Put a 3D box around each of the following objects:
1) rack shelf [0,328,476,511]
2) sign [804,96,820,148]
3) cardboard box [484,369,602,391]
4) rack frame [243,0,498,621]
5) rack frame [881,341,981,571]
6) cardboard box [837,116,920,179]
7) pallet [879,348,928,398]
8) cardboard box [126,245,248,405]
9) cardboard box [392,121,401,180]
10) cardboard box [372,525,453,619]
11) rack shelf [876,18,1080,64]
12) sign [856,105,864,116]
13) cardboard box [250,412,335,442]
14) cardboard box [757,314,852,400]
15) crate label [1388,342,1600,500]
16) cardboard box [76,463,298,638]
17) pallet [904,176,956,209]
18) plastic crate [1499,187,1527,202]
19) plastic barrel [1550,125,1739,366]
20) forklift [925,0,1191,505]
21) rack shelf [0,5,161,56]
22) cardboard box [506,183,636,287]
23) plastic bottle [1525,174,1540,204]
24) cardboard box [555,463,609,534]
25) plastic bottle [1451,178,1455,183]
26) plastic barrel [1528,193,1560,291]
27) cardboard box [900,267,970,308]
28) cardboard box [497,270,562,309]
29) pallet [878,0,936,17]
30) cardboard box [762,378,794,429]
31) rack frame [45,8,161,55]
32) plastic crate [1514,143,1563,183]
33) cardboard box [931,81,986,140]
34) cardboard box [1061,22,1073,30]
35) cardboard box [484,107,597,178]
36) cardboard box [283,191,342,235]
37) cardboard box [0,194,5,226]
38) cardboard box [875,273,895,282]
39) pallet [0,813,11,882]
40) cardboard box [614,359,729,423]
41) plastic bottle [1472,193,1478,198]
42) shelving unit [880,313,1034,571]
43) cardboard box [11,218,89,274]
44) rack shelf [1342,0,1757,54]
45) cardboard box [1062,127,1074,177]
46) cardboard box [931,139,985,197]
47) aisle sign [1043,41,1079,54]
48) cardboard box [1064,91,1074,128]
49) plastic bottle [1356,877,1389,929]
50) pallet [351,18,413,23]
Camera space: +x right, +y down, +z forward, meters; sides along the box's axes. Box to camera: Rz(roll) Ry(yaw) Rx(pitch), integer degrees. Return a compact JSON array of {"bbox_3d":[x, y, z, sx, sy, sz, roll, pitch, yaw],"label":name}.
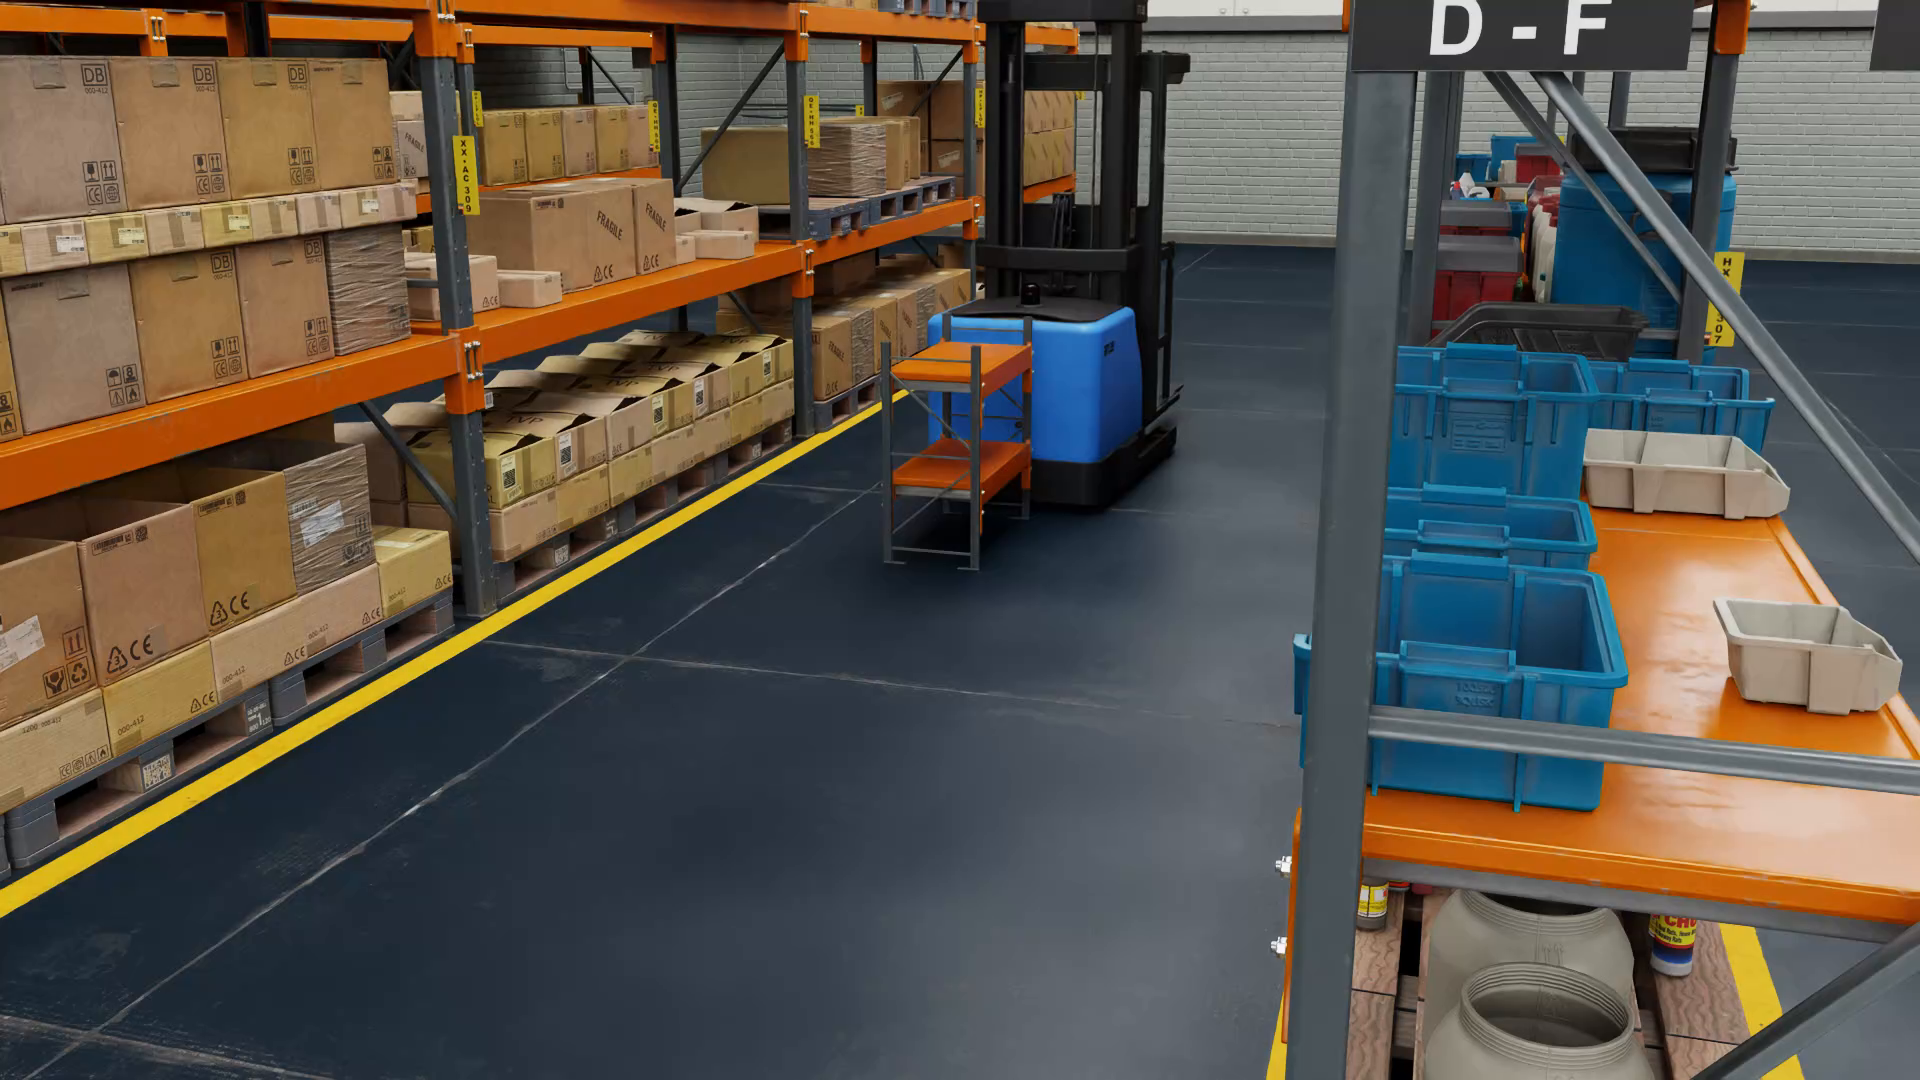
[{"bbox_3d":[-3.193,-0.263,5.578,1.077,0.370,4.000,5,16,16],"label":"rack shelf"},{"bbox_3d":[-0.955,-2.694,10.708,0.100,0.325,0.005,5,16,16],"label":"sign"},{"bbox_3d":[-2.352,-0.808,9.422,0.500,0.311,0.500,4,16,15],"label":"cardboard box"},{"bbox_3d":[-2.625,-1.132,7.325,1.000,3.000,0.127,5,16,16],"label":"rack frame"},{"bbox_3d":[-0.143,-0.410,8.213,0.500,1.125,0.032,5,16,16],"label":"rack frame"},{"bbox_3d":[-0.700,-3.369,14.257,0.700,0.500,0.500,-1,16,-3],"label":"cardboard box"},{"bbox_3d":[-0.891,-1.348,13.195,1.003,0.211,1.213,5,16,16],"label":"pallet"},{"bbox_3d":[-3.035,-0.795,5.950,0.700,0.500,0.500,5,17,17],"label":"cardboard box"},{"bbox_3d":[-5.278,-3.404,14.569,0.500,0.500,0.500,5,16,16],"label":"cardboard box"},{"bbox_3d":[-2.547,0.127,7.155,0.500,0.250,0.500,5,16,16],"label":"cardboard box"},{"bbox_3d":[0.217,-4.846,16.238,1.077,0.370,4.000,5,16,16],"label":"rack shelf"},{"bbox_3d":[-0.874,-3.682,14.727,0.100,0.325,0.005,5,16,16],"label":"sign"},{"bbox_3d":[-3.057,-0.275,7.198,0.500,0.500,0.500,5,16,16],"label":"cardboard box"},{"bbox_3d":[-1.084,-1.285,11.637,0.500,0.500,0.500,5,17,18],"label":"cardboard box"},{"bbox_3d":[1.251,-0.220,4.044,0.502,0.435,0.616,5,16,16],"label":"crate label"},{"bbox_3d":[-2.839,0.027,6.133,0.500,0.500,0.500,5,16,16],"label":"cardboard box"},{"bbox_3d":[-0.683,-2.932,14.023,1.003,0.211,1.213,5,16,16],"label":"pallet"},{"bbox_3d":[4.666,-2.853,13.764,0.396,0.136,0.243,5,16,16],"label":"plastic crate"},{"bbox_3d":[2.524,-1.066,6.172,0.600,0.901,0.708,5,16,16],"label":"plastic barrel"},{"bbox_3d":[0.776,-1.962,10.376,1.130,2.935,3.031,6,17,19],"label":"forklift"},{"bbox_3d":[-6.807,-3.136,10.209,1.077,0.370,4.000,5,16,16],"label":"rack shelf"},{"bbox_3d":[-2.099,-1.649,8.963,0.500,0.500,0.500,5,16,16],"label":"cardboard box"},{"bbox_3d":[4.311,-2.562,12.455,0.144,0.351,0.185,5,16,16],"label":"plastic bottle"},{"bbox_3d":[-2.126,-0.232,8.418,0.500,0.250,0.500,5,17,17],"label":"cardboard box"},{"bbox_3d":[3.846,-2.686,13.017,0.061,0.283,0.133,5,16,16],"label":"plastic bottle"},{"bbox_3d":[3.053,-1.452,8.246,0.421,0.512,0.421,0,16,0],"label":"plastic barrel"},{"bbox_3d":[-0.217,-2.083,14.451,0.500,0.500,0.500,5,16,16],"label":"cardboard box"},{"bbox_3d":[-2.177,-1.228,8.121,0.380,0.149,0.250,5,16,16],"label":"cardboard box"},{"bbox_3d":[-0.896,-4.141,12.780,1.213,0.211,1.003,5,16,16],"label":"pallet"},{"bbox_3d":[-1.403,-0.902,10.780,0.500,0.250,0.500,5,17,17],"label":"cardboard box"},{"bbox_3d":[-6.238,-2.562,12.365,1.000,3.000,0.127,5,16,16],"label":"rack frame"},{"bbox_3d":[4.891,-3.114,14.084,0.402,0.464,0.583,5,16,16],"label":"plastic crate"},{"bbox_3d":[0.053,-3.856,14.912,0.500,0.500,0.500,5,17,17],"label":"cardboard box"},{"bbox_3d":[0.892,-5.488,17.459,0.500,0.250,0.500,5,16,16],"label":"cardboard box"},{"bbox_3d":[-4.522,-4.275,17.855,0.980,0.700,0.700,4,16,13],"label":"cardboard box"},{"bbox_3d":[-2.641,-1.272,6.444,0.380,0.149,0.250,4,16,14],"label":"cardboard box"},{"bbox_3d":[-3.315,-1.163,4.872,0.700,0.500,0.500,5,16,16],"label":"cardboard box"},{"bbox_3d":[-0.863,-1.986,14.110,0.500,0.500,0.500,5,17,17],"label":"cardboard box"},{"bbox_3d":[-3.584,1.052,4.733,1.003,0.211,1.213,5,16,16],"label":"pallet"},{"bbox_3d":[-1.688,-0.903,9.759,0.500,0.311,0.500,5,16,16],"label":"cardboard box"},{"bbox_3d":[3.595,-2.294,11.655,0.097,0.271,0.097,0,16,0],"label":"plastic bottle"},{"bbox_3d":[0.002,-0.543,8.682,0.538,1.125,1.048,5,16,16],"label":"shelving unit"},{"bbox_3d":[-3.006,-0.934,5.254,0.380,0.149,0.250,5,17,16],"label":"cardboard box"},{"bbox_3d":[1.555,-1.321,3.811,1.077,0.370,4.000,5,16,16],"label":"rack shelf"},{"bbox_3d":[0.919,-4.182,17.892,0.500,0.500,0.500,5,17,18],"label":"cardboard box"},{"bbox_3d":[0.055,-3.386,15.086,0.500,0.500,0.500,5,17,17],"label":"cardboard box"},{"bbox_3d":[1.099,-5.517,18.018,0.394,0.787,0.004,5,16,16],"label":"aisle sign"},{"bbox_3d":[0.923,-4.663,17.758,0.500,0.500,0.500,4,16,15],"label":"cardboard box"},{"bbox_3d":[1.088,0.919,4.413,0.097,0.201,0.097,0,16,0],"label":"plastic bottle"},{"bbox_3d":[-5.315,-4.716,14.812,0.805,0.209,1.217,4,16,14],"label":"pallet"}]
